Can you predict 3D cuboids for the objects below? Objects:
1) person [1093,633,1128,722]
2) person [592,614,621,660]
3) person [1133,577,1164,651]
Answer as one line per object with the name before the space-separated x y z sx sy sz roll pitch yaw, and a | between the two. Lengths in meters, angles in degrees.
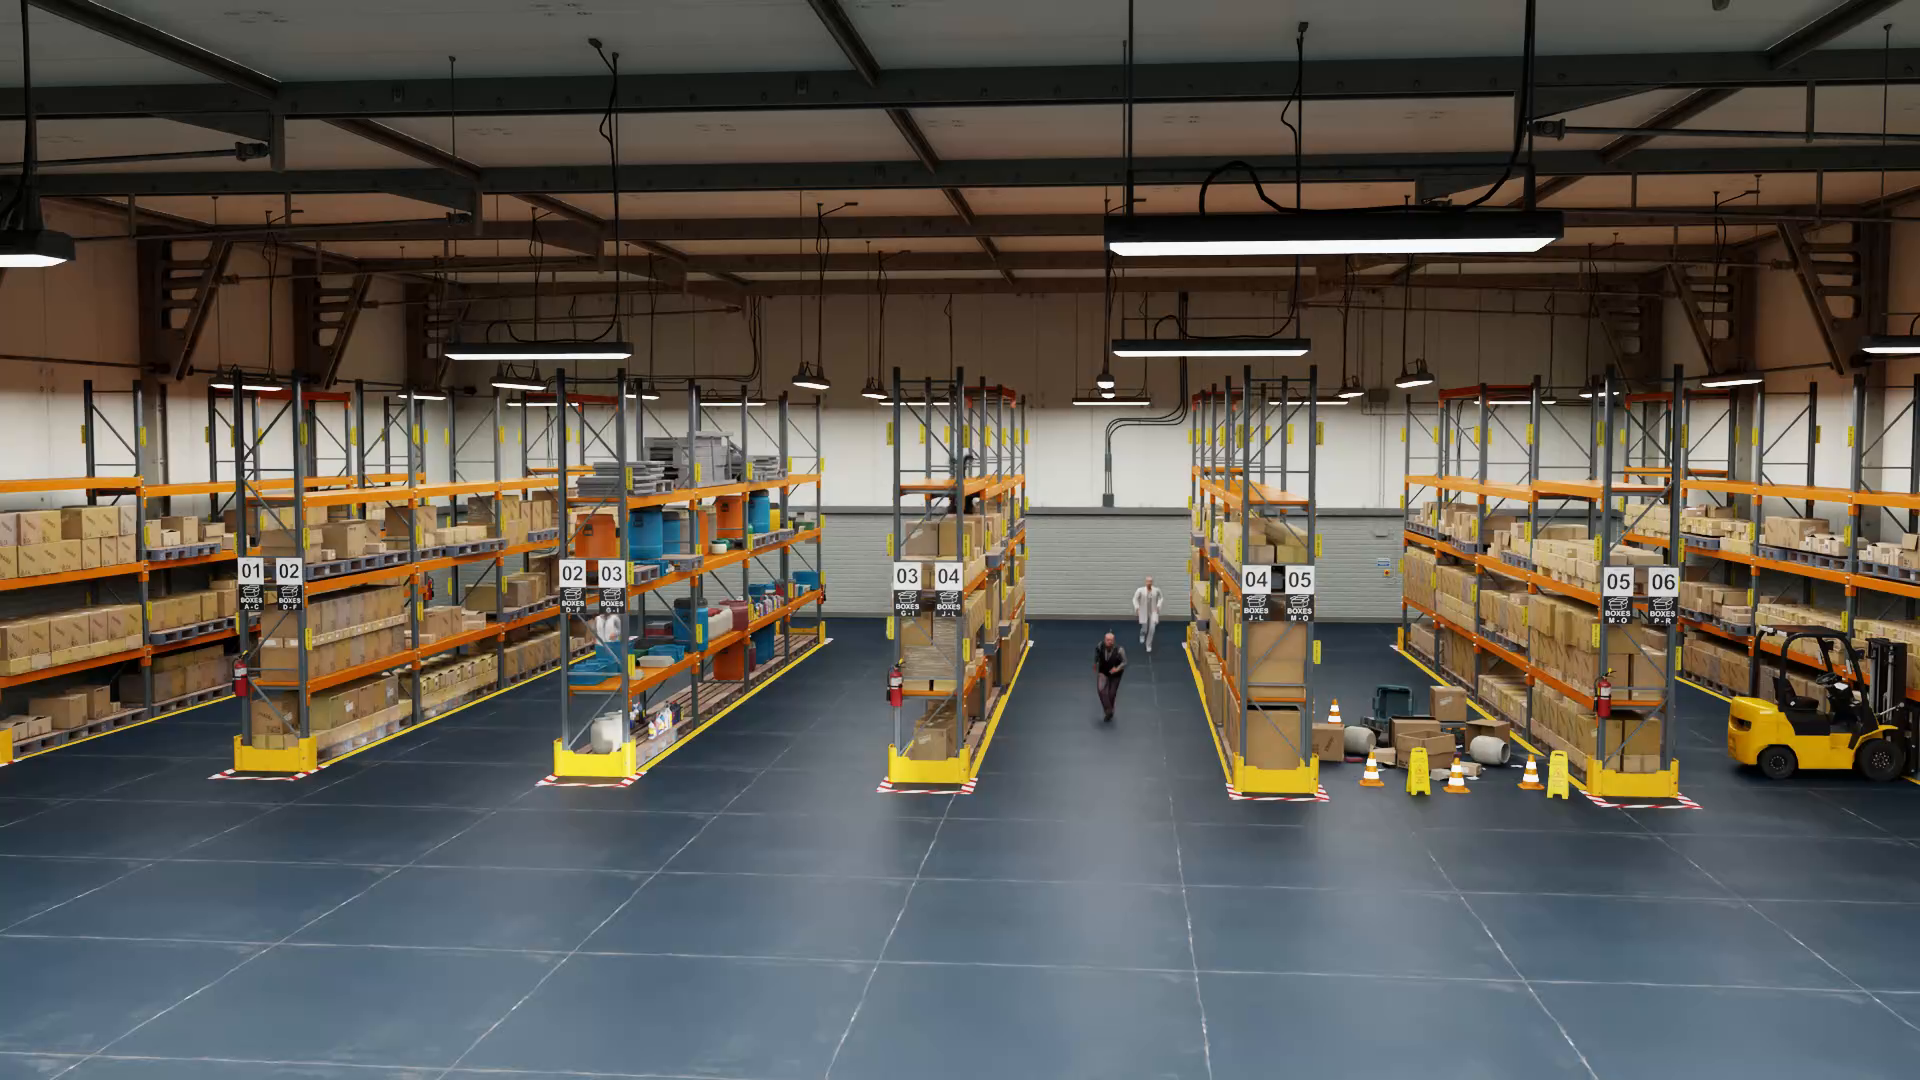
person | 2.638 2.376 29.382 0.595 1.562 1.068 1 4 12
person | -7.019 2.078 32.997 0.674 1.760 0.661 0 4 1
person | 4.431 1.768 39.112 0.728 1.649 0.721 0 4 -3
